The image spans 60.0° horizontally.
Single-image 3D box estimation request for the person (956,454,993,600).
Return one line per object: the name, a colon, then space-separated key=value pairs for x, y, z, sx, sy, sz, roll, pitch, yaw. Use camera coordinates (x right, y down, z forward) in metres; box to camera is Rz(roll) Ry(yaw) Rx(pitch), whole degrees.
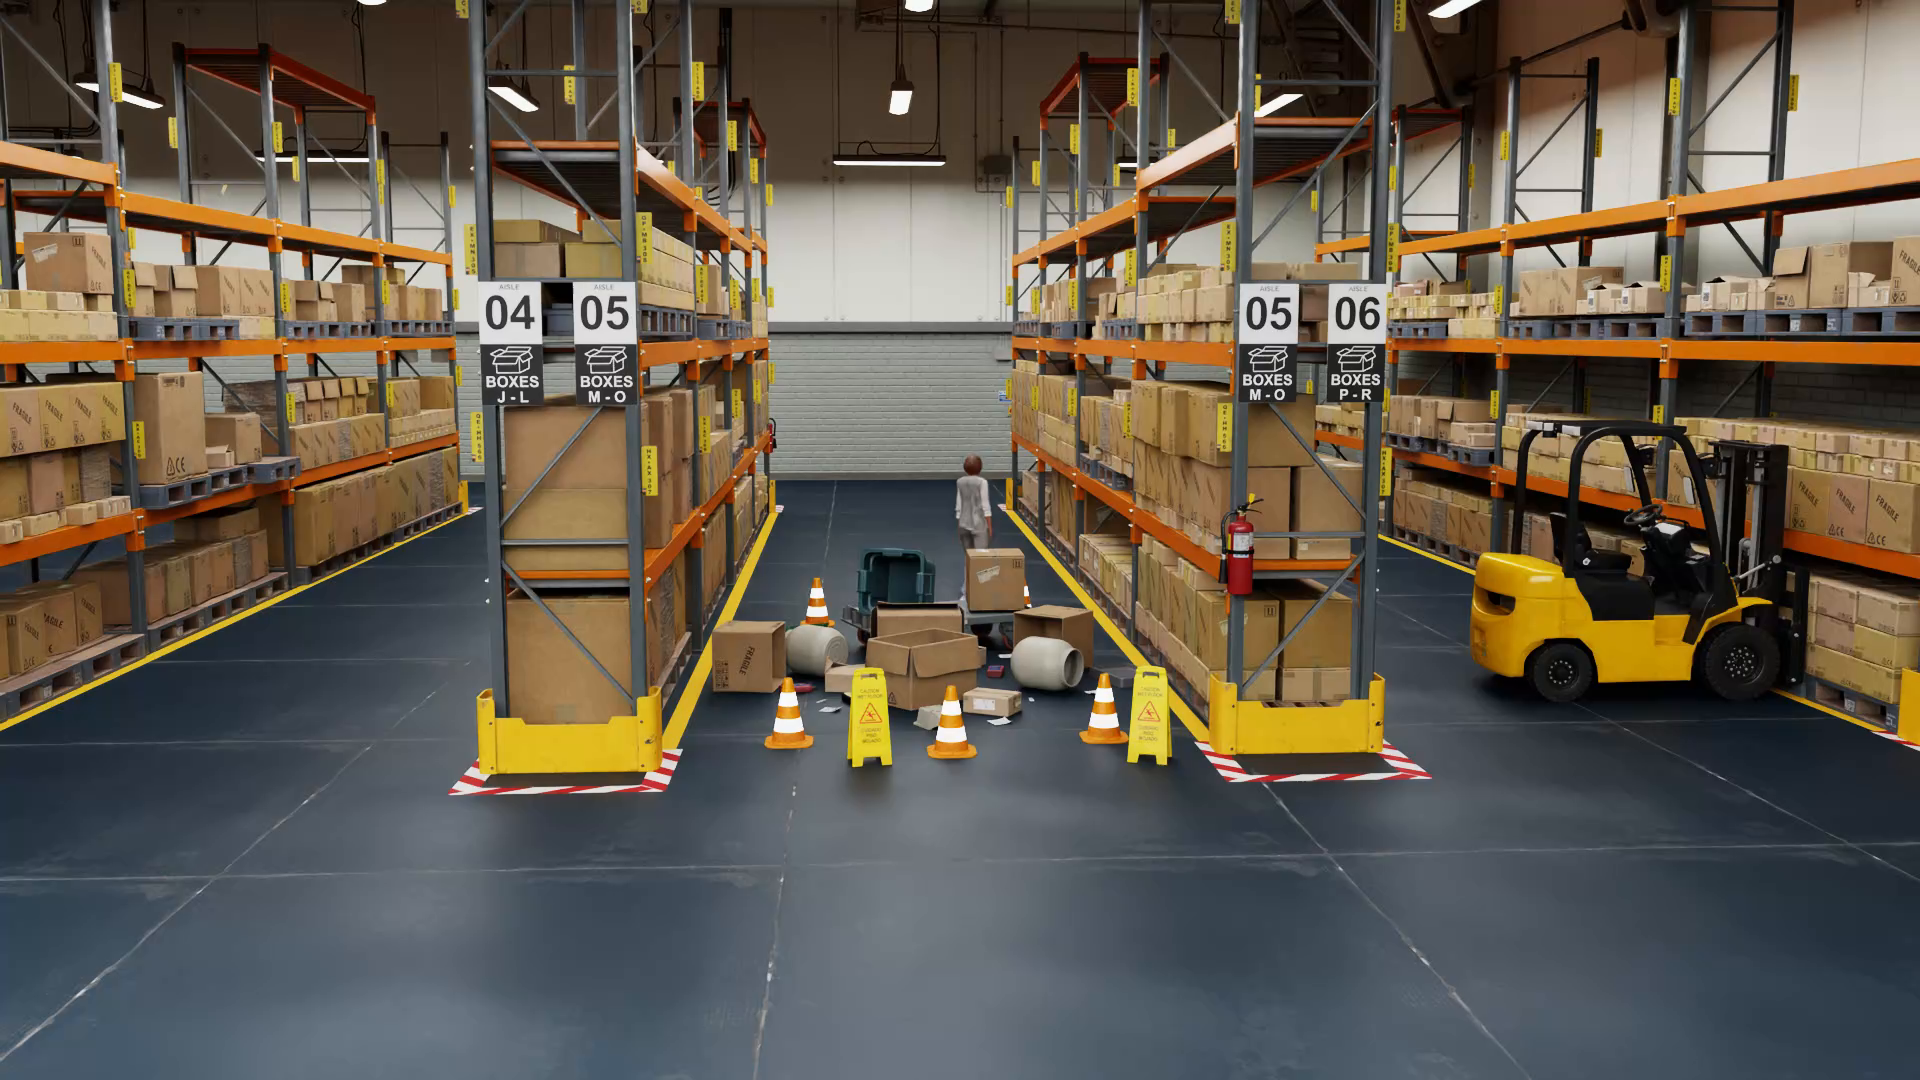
person: x=0.146 y=-0.109 z=17.603 sx=0.451 sy=1.598 sz=0.568 roll=5 pitch=9 yaw=36
